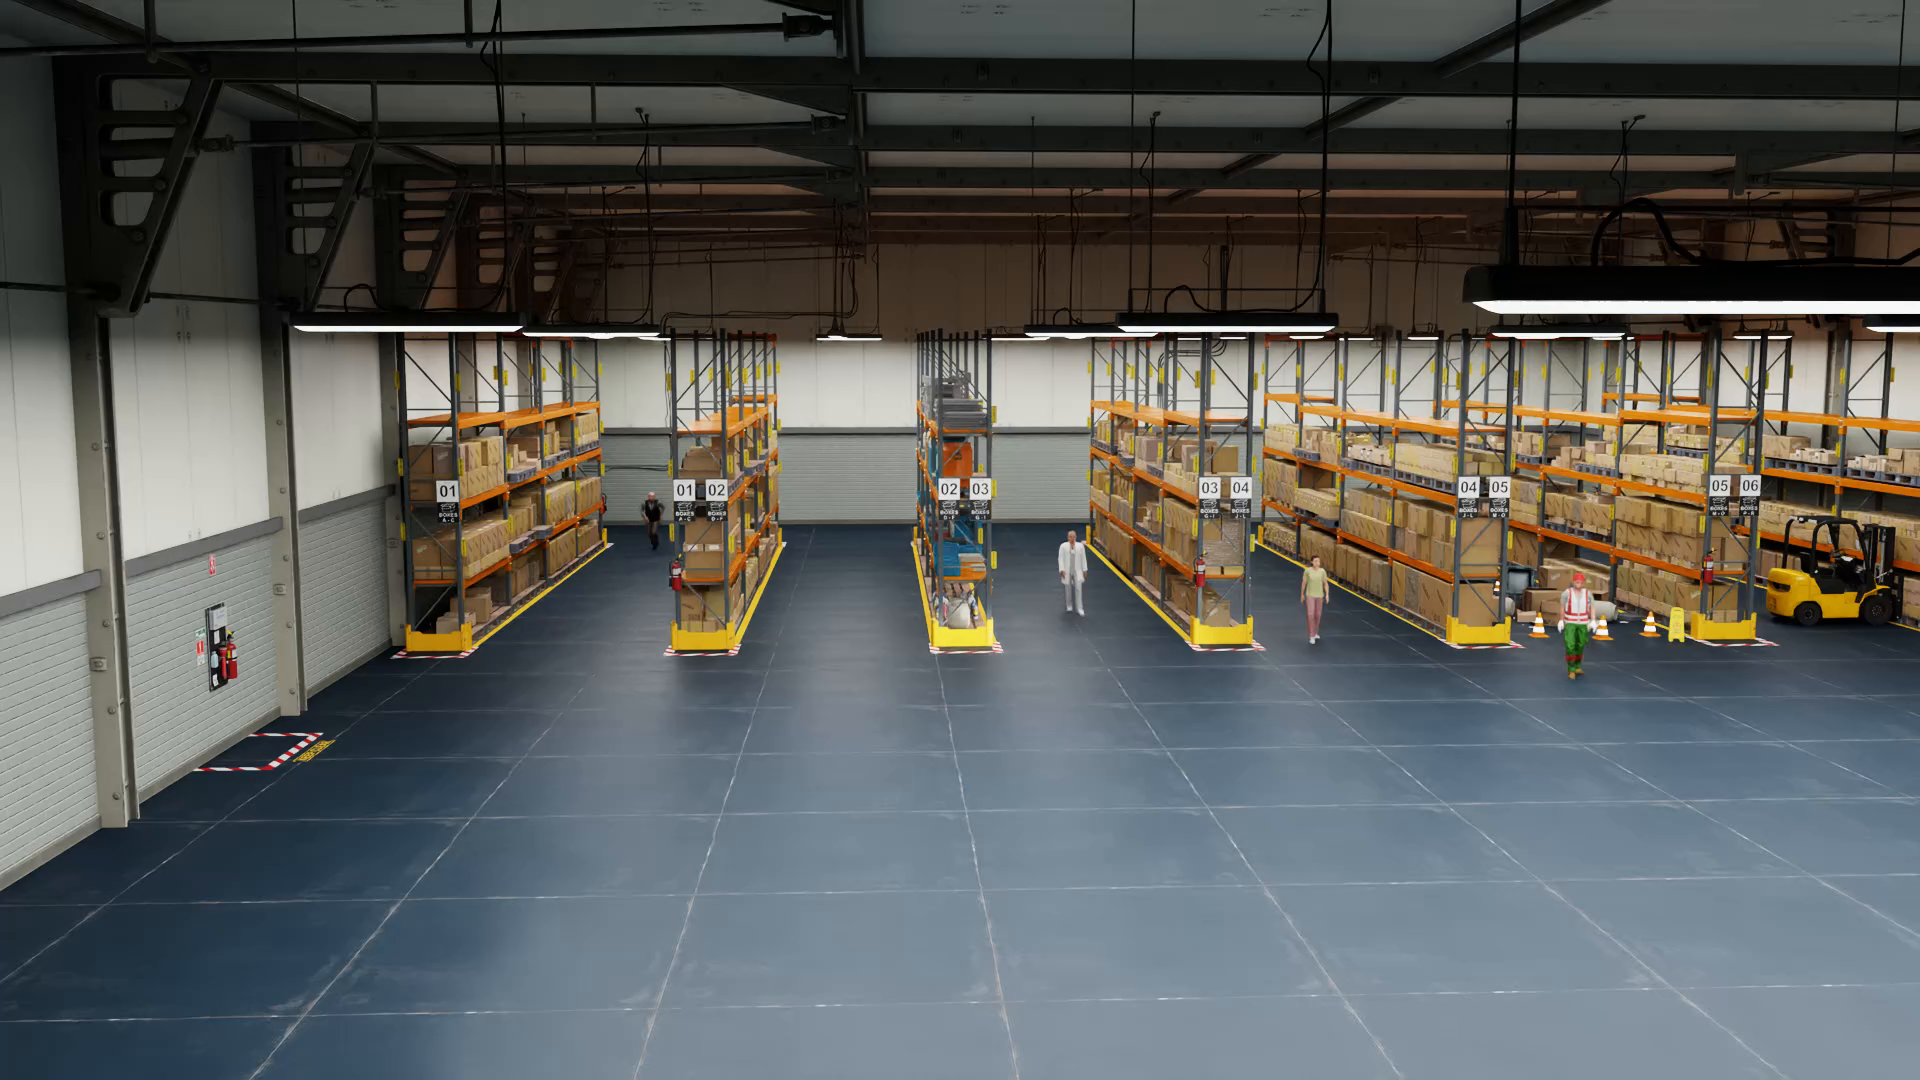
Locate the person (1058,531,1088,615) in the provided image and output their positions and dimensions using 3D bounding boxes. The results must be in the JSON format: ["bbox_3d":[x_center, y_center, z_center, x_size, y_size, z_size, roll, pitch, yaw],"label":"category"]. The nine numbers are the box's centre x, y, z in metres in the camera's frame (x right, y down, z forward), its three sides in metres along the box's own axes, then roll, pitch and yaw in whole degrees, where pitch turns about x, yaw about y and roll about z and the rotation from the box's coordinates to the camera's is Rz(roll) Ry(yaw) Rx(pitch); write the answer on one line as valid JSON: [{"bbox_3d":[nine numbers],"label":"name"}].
[{"bbox_3d":[2.395,0.679,35.275,0.629,1.740,0.995,0,7,4],"label":"person"}]

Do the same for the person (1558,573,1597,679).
[{"bbox_3d":[10.640,1.482,28.674,0.597,1.842,0.535,1,7,9],"label":"person"}]

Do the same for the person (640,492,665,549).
[{"bbox_3d":[-8.551,-0.538,46.303,0.636,1.626,0.717,1,7,5],"label":"person"}]

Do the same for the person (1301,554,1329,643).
[{"bbox_3d":[6.869,1.123,32.134,0.499,1.705,0.622,0,7,-3],"label":"person"}]
